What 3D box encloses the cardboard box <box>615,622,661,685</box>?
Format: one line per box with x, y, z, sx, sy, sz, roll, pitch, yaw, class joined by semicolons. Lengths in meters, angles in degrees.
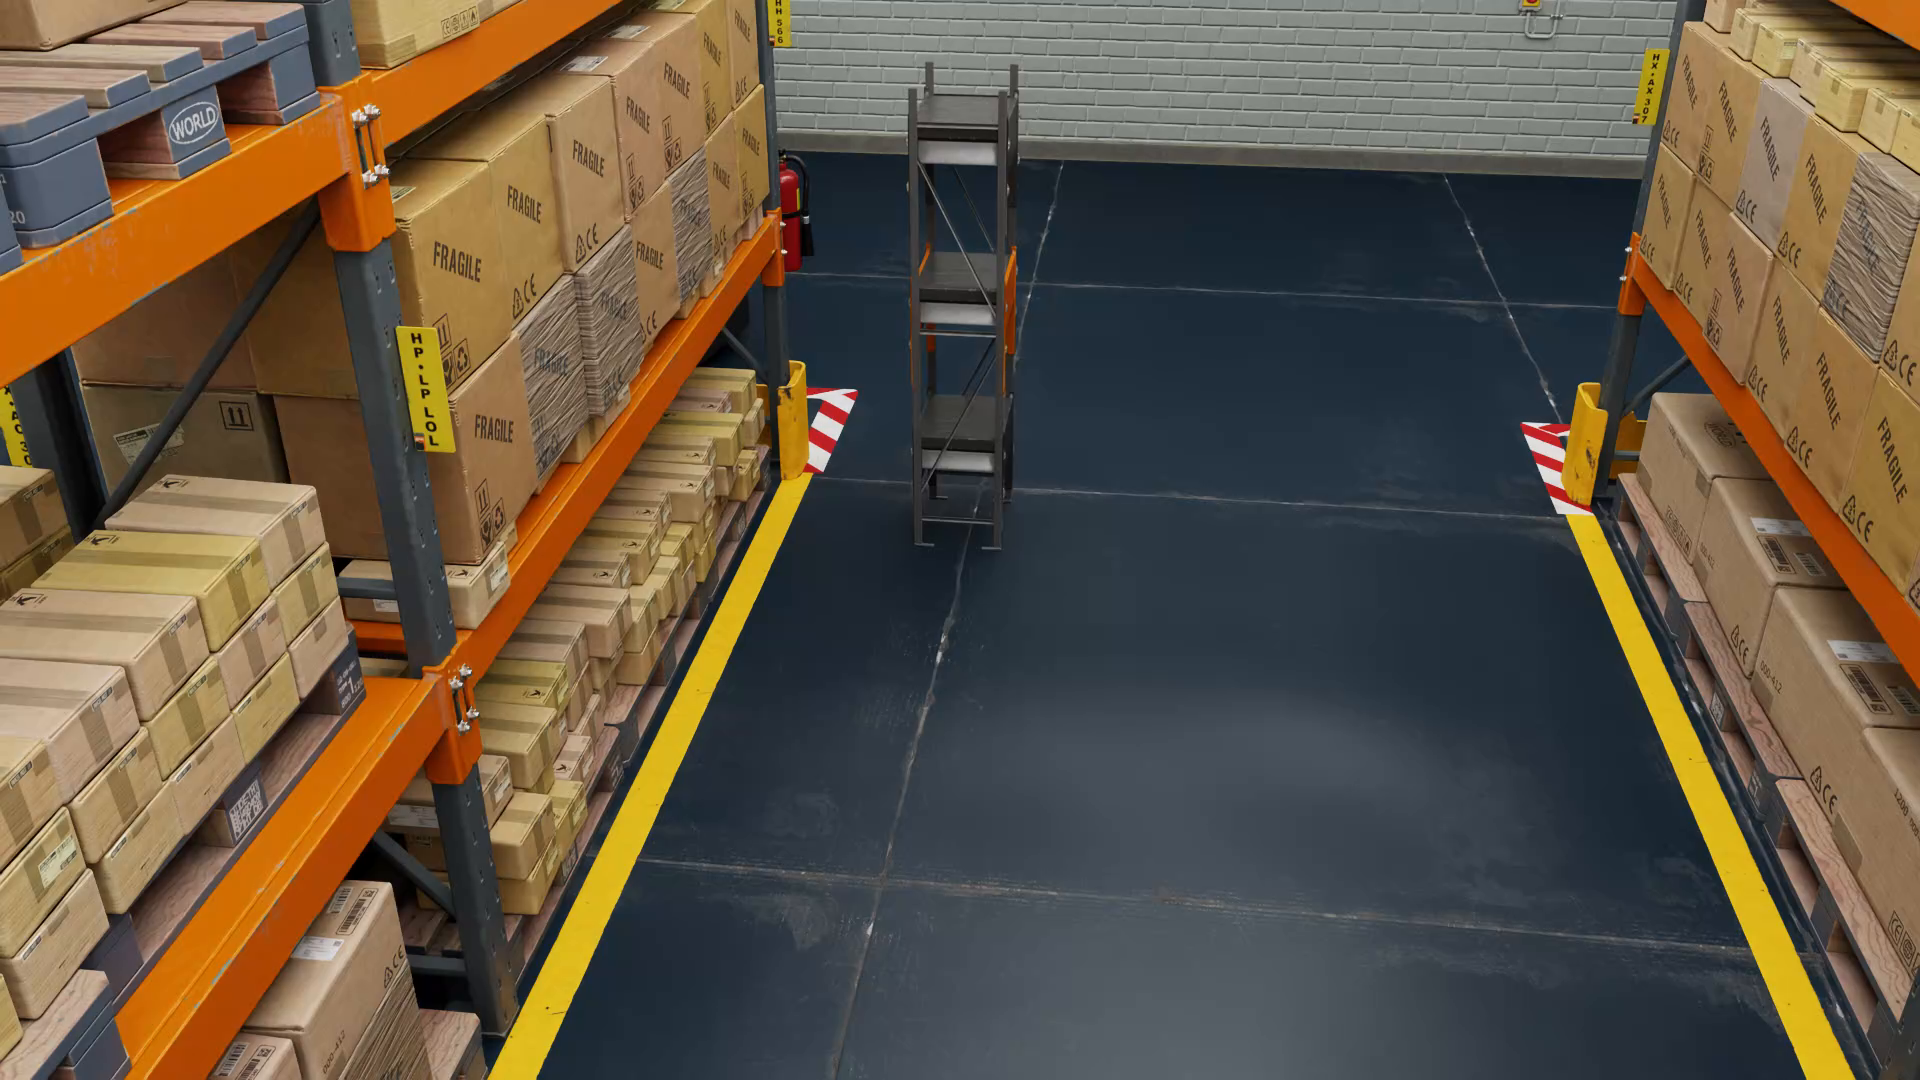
-1.366;0.420;6.370;0.380;0.149;0.250;3;28;5;cardboard box

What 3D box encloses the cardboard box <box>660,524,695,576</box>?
-1.302;0.046;6.751;0.380;0.149;0.250;5;29;9;cardboard box

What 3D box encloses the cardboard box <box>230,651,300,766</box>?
-1.732;0.363;3.736;0.380;0.149;0.250;4;29;6;cardboard box

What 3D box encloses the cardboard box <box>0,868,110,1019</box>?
-1.824;0.729;3.056;0.380;0.149;0.250;2;28;4;cardboard box

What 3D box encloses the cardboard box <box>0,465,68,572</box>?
-2.353;-0.061;3.896;0.380;0.149;0.250;5;29;9;cardboard box

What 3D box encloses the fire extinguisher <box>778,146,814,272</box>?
-0.869;-1.660;8.144;0.296;0.674;0.183;3;28;6;fire extinguisher

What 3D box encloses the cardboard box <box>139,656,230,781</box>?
-1.765;0.350;3.446;0.380;0.149;0.250;5;29;8;cardboard box

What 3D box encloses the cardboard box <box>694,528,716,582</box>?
-1.251;0.050;7.057;0.380;0.149;0.250;2;28;4;cardboard box

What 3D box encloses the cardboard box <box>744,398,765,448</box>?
-1.140;-0.562;7.881;0.380;0.149;0.250;3;28;5;cardboard box

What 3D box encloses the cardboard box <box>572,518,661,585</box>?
-1.384;0.040;6.449;0.380;0.149;0.250;3;29;6;cardboard box

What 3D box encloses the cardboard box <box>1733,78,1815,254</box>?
3.114;-1.315;5.869;0.500;0.500;0.500;3;28;6;cardboard box

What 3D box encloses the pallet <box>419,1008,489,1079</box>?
-1.942;1.710;4.353;1.003;0.211;1.213;3;28;6;pallet

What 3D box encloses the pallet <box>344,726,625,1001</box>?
-1.801;1.026;5.624;1.003;0.211;1.213;3;28;6;pallet

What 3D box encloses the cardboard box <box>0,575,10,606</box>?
-2.383;0.192;3.740;0.380;0.149;0.250;3;28;5;cardboard box

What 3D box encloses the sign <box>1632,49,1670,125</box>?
3.017;-1.978;7.262;0.100;0.325;0.005;3;28;6;sign

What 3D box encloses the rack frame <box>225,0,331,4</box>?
-1.848;-2.525;2.949;1.000;3.000;0.127;3;28;6;rack frame

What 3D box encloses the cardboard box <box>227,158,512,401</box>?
-1.551;-0.697;4.408;0.500;0.500;0.500;4;29;7;cardboard box

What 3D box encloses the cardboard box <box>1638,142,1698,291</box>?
3.223;-1.361;7.009;0.500;0.500;0.500;3;28;6;cardboard box

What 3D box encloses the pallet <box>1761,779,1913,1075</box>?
3.248;1.230;5.243;1.003;0.211;1.213;3;28;6;pallet

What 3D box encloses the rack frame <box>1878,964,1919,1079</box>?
3.080;0.356;3.926;0.949;2.616;0.053;3;28;6;rack frame

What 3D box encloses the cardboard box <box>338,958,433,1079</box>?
-1.689;1.395;4.191;0.500;0.500;0.500;3;28;5;cardboard box

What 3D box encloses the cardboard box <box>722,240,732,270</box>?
-1.201;-1.252;7.177;0.380;0.149;0.250;3;28;6;cardboard box

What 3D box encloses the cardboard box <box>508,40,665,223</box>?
-1.346;-1.419;5.748;0.500;0.500;0.500;2;28;4;cardboard box

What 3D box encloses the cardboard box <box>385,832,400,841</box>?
-2.023;0.864;5.546;0.380;0.149;0.250;4;29;8;cardboard box

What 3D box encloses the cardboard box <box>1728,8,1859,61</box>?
3.142;-1.902;6.275;0.380;0.149;0.250;4;29;8;cardboard box

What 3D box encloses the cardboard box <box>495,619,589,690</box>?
-1.516;0.402;5.777;0.380;0.149;0.250;3;28;5;cardboard box

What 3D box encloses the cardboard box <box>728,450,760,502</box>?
-1.147;-0.310;7.725;0.380;0.149;0.250;4;29;8;cardboard box

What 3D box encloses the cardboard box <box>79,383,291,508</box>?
-2.069;-0.303;4.731;0.500;0.500;0.500;3;28;6;cardboard box

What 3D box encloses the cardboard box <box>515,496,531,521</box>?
-1.550;-0.142;5.116;0.380;0.149;0.250;2;28;4;cardboard box

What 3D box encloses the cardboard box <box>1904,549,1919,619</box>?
2.880;0.079;4.335;0.500;0.500;0.500;4;29;7;cardboard box

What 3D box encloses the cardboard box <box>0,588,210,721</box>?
-1.769;0.228;3.359;0.380;0.149;0.250;2;28;5;cardboard box

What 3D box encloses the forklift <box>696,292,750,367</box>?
-2.843;-2.551;9.394;3.031;2.935;1.130;9;30;16;forklift

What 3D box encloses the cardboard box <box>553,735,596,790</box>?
-1.473;0.788;5.687;0.380;0.149;0.250;3;28;6;cardboard box

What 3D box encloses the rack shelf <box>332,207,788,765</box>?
-1.603;-0.509;6.290;1.077;0.370;4.000;3;28;6;rack shelf

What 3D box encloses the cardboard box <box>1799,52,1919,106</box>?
3.075;-1.536;5.594;0.380;0.149;0.250;4;29;7;cardboard box

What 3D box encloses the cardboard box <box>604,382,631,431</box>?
-1.376;-0.510;5.799;0.380;0.149;0.250;5;29;8;cardboard box

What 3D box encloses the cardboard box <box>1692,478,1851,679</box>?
3.482;0.164;6.541;0.875;0.438;0.875;4;29;8;cardboard box

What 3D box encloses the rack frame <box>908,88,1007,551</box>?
-0.010;-0.887;7.183;0.400;2.100;0.015;3;28;6;rack frame

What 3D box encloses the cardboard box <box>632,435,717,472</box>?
-1.260;-0.332;7.140;0.380;0.149;0.250;2;28;4;cardboard box

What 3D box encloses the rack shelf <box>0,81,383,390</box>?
-2.093;0.054;2.084;1.077;0.370;4.000;3;28;6;rack shelf

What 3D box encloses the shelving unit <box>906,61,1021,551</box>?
0.020;-1.002;7.397;0.431;2.100;0.503;3;28;6;shelving unit

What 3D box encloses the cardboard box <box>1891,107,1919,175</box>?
3.018;-1.175;4.925;0.380;0.149;0.250;3;28;5;cardboard box

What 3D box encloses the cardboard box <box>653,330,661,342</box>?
-1.363;-0.885;6.495;0.380;0.149;0.250;2;28;4;cardboard box

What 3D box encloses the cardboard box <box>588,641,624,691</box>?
-1.457;0.407;6.081;0.380;0.149;0.250;5;29;9;cardboard box

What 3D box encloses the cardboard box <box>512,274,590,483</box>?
-1.484;-0.511;5.116;0.500;0.500;0.500;3;28;6;cardboard box

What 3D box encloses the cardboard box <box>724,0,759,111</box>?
-1.167;-2.152;7.109;0.500;0.500;0.500;3;28;5;cardboard box

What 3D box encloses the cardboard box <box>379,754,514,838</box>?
-1.600;0.774;5.086;0.380;0.149;0.250;4;29;8;cardboard box

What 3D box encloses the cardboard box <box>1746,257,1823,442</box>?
3.064;-0.647;5.682;0.500;0.500;0.500;4;29;8;cardboard box

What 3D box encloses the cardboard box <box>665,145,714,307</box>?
-1.279;-1.234;6.459;0.500;0.500;0.500;3;29;6;cardboard box

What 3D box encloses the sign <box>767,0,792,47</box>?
-0.810;-2.374;7.440;0.100;0.325;0.005;3;28;6;sign

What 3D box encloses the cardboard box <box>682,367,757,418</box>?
-1.172;-0.695;7.812;0.380;0.149;0.250;4;29;7;cardboard box

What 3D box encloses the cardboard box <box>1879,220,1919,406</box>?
2.931;-0.605;4.550;0.500;0.500;0.500;3;28;5;cardboard box

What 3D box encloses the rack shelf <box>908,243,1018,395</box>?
0.020;-0.990;7.403;0.431;0.518;0.480;3;28;6;rack shelf

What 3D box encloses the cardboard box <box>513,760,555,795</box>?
-1.544;0.779;5.391;0.380;0.149;0.250;4;29;7;cardboard box
